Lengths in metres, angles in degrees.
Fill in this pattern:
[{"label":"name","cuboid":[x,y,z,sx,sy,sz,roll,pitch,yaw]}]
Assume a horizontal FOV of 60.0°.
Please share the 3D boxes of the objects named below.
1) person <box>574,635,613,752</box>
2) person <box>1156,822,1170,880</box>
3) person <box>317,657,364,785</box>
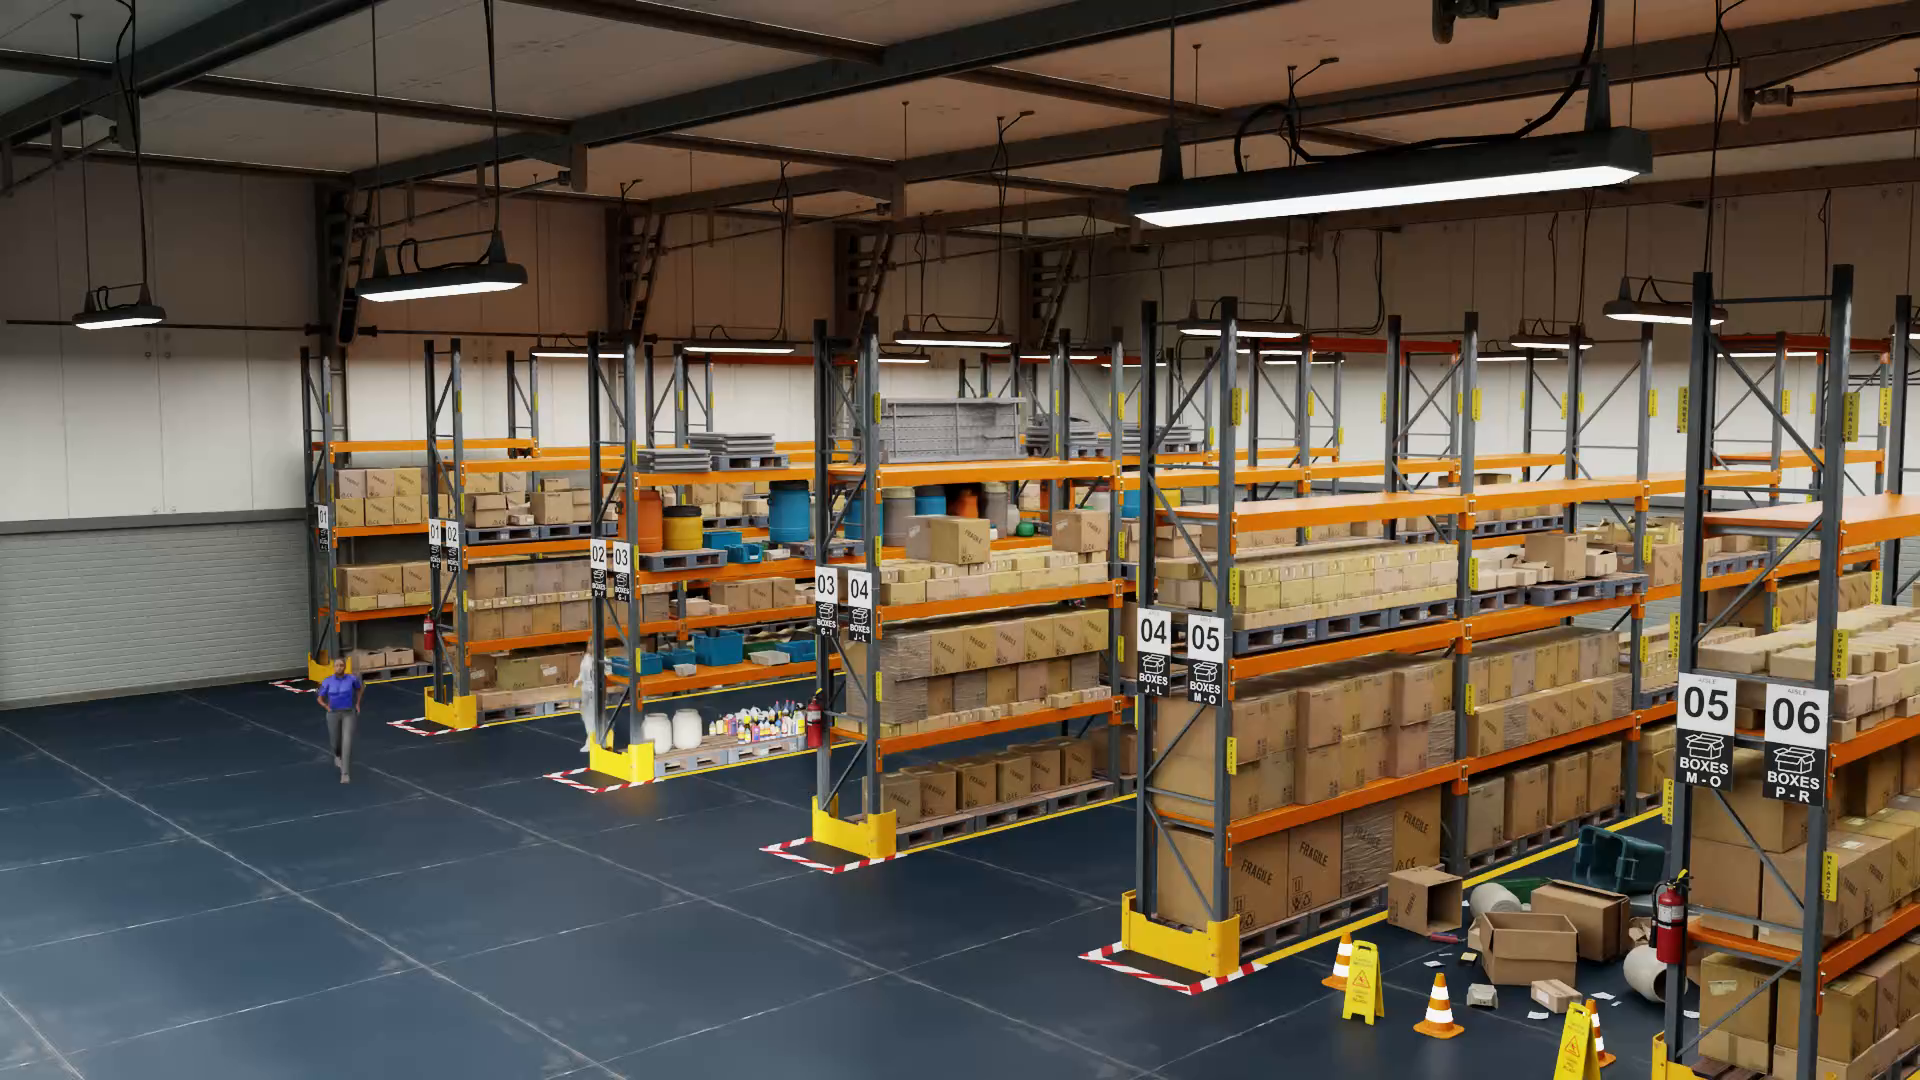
[{"label":"person","cuboid":[-5.300,2.222,24.237,0.633,1.704,0.645,4,6,38]},{"label":"person","cuboid":[2.354,2.760,17.836,0.594,1.684,0.747,5,7,43]},{"label":"person","cuboid":[-8.293,2.385,22.288,0.587,1.655,0.902,-2,5,-20]}]
